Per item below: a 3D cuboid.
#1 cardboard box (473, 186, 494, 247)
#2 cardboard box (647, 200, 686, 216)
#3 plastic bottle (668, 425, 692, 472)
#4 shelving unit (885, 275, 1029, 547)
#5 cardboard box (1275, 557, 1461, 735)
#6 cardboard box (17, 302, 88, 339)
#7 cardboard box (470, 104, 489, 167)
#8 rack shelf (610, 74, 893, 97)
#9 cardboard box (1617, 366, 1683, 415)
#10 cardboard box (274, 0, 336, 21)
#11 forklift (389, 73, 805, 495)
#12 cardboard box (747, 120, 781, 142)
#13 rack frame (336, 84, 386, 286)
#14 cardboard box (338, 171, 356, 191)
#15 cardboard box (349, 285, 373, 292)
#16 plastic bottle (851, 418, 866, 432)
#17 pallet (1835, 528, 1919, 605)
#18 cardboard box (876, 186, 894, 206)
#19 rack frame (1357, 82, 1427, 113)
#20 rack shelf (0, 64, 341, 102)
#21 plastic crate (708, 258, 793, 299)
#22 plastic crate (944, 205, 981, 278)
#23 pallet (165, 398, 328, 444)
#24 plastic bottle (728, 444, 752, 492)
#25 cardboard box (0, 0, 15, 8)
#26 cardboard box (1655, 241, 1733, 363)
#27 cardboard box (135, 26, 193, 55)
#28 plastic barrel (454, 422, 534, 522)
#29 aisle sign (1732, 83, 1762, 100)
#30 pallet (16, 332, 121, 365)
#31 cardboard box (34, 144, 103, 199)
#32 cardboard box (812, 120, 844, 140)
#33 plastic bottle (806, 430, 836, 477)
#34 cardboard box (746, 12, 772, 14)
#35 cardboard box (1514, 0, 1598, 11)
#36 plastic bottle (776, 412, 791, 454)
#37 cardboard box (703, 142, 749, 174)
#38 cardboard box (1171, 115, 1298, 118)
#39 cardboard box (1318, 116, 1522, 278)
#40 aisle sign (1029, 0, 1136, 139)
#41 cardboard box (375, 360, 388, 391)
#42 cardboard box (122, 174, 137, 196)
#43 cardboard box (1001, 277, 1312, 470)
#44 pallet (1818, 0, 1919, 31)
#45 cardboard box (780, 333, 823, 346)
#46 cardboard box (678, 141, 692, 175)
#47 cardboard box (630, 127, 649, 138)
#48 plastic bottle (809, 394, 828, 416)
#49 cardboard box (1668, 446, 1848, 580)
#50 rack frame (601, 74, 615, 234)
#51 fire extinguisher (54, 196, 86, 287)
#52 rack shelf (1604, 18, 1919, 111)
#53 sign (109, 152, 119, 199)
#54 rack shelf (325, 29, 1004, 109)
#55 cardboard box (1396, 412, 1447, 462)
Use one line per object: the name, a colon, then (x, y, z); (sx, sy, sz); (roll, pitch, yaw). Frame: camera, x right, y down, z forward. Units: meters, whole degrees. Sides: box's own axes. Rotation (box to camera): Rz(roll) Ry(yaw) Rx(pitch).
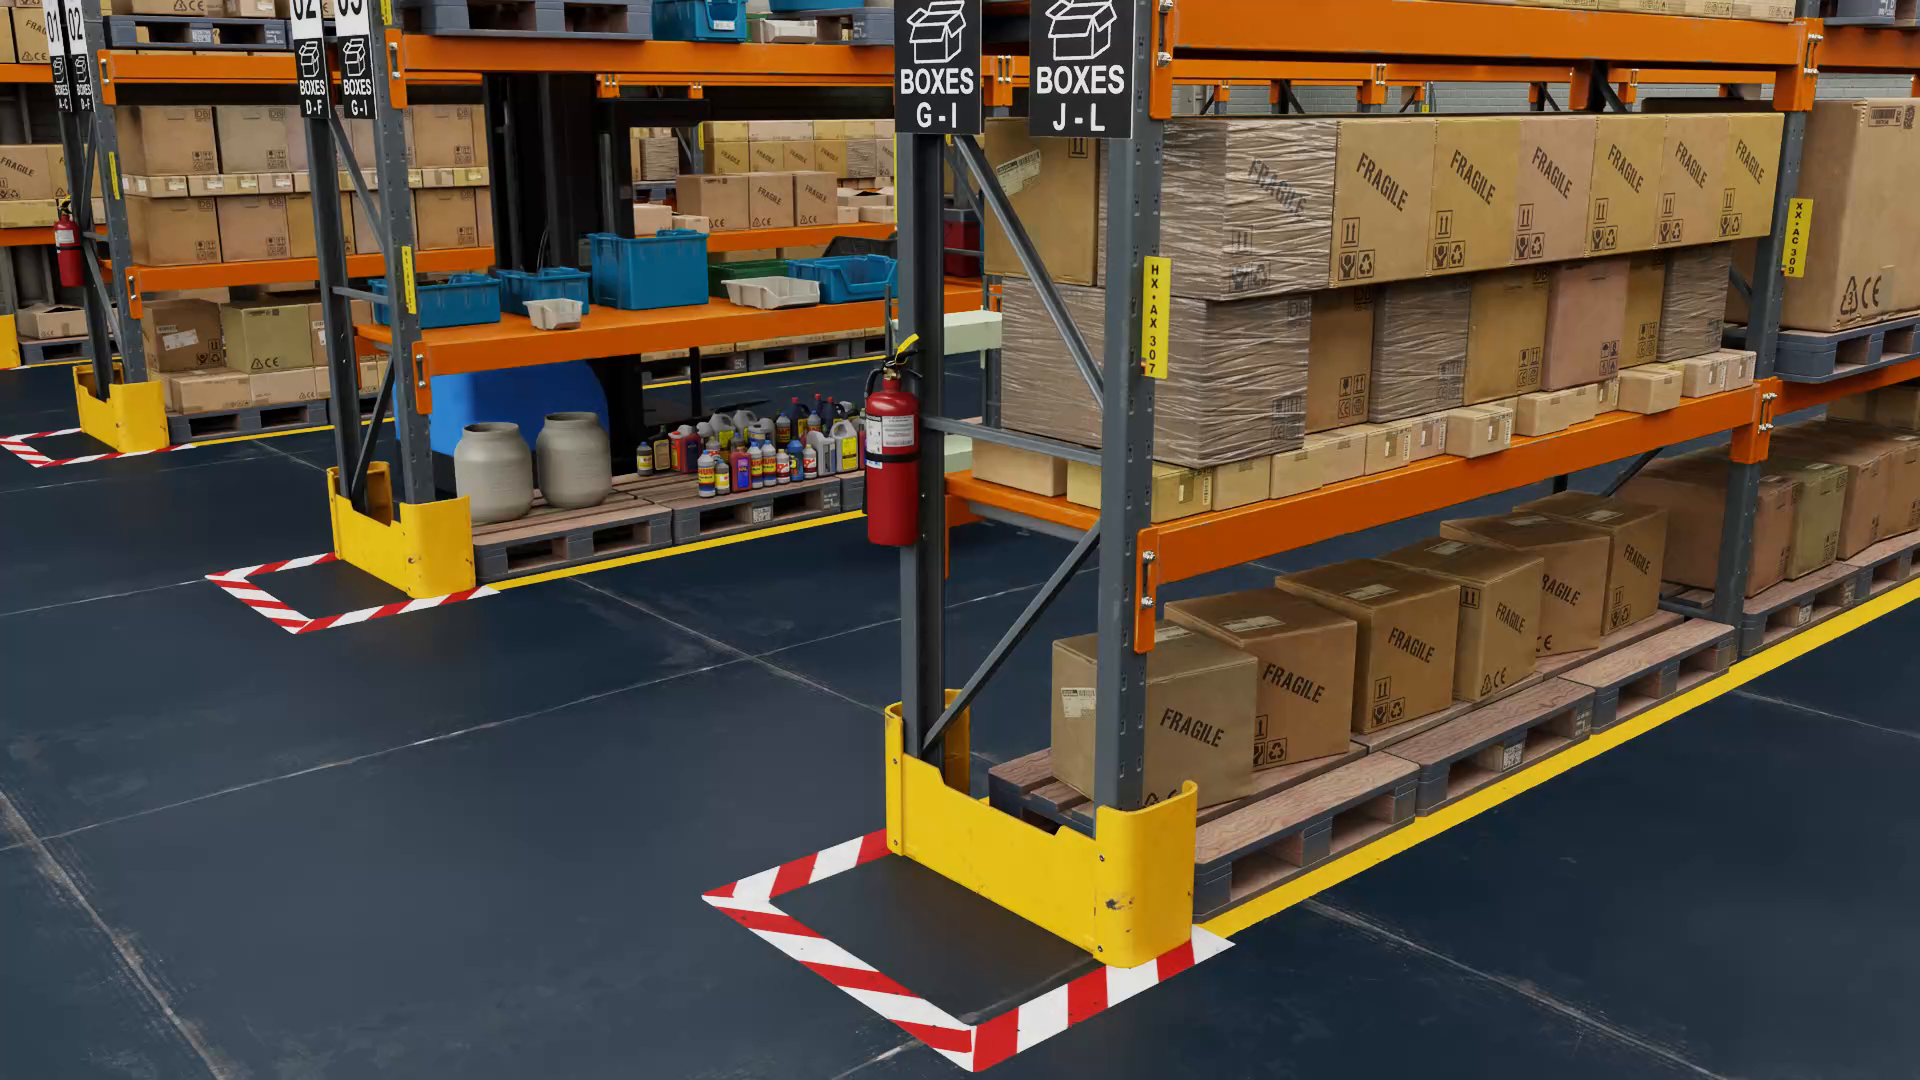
cardboard box: (-4.033, -2.781, 14.157); (0.500, 0.500, 0.700); (-13, 20, -40)
cardboard box: (-2.766, -3.020, 15.504); (0.258, 0.266, 0.396); (-13, 20, -41)
plastic bottle: (-1.771, -0.588, 10.564); (0.135, 0.276, 0.152); (-12, 19, -39)
shelving unit: (-0.005, -0.723, 9.552); (0.755, 1.500, 0.431); (-13, 19, -39)
cardboard box: (1.569, 0.399, 6.475); (0.500, 0.500, 0.500); (-10, 18, -34)
cardboard box: (-8.999, -2.199, 16.529); (0.500, 0.311, 0.500); (13, 20, 41)
cardboard box: (-4.019, -3.413, 14.007); (0.500, 0.500, 0.700); (-13, 20, -39)
rack shelf: (-1.800, -4.341, 15.769); (4.000, 0.370, 1.077); (-13, 19, -39)
cardboard box: (2.684, -0.621, 6.748); (0.250, 0.149, 0.380); (-13, 19, -39)
cardboard box: (-4.894, -4.219, 12.640); (0.500, 0.500, 0.500); (-13, 19, -39)
forklift: (-2.364, -1.975, 11.465); (3.031, 2.935, 1.130); (-14, 20, -42)
cardboard box: (-2.629, -5.223, 21.230); (0.500, 0.250, 0.500); (-13, 20, -40)
rack frame: (-6.563, -3.864, 18.403); (0.127, 3.000, 1.000); (-13, 19, -39)
cardboard box: (-4.918, -2.827, 13.072); (0.250, 0.149, 0.380); (-13, 20, -40)
cardboard box: (-4.994, -1.865, 13.980); (0.500, 0.500, 0.500); (-13, 19, -39)
plastic bottle: (-0.617, -0.659, 10.829); (0.135, 0.276, 0.152); (-13, 19, -39)
pallet: (4.699, 0.036, 9.205); (1.213, 0.211, 1.003); (-13, 19, -39)
cardboard box: (-0.594, -3.482, 17.144); (0.500, 0.311, 0.500); (-11, 19, -36)
rack frame: (5.744, -4.933, 22.405); (0.127, 3.000, 1.000); (-13, 19, -39)
rack shelf: (-8.072, -4.627, 16.840); (4.000, 0.370, 1.077); (-13, 19, -39)
plastic crate: (-1.269, -1.658, 10.554); (0.662, 0.188, 0.450); (-13, 19, -39)
plastic crate: (0.105, -2.108, 11.704); (0.583, 0.464, 0.402); (-13, 19, -39)
pallet: (-5.776, -1.013, 13.133); (1.213, 0.211, 1.003); (-13, 19, -39)
plastic bottle: (-1.322, -0.439, 9.992); (0.133, 0.283, 0.061); (-12, 19, -38)
cardboard box: (-9.130, -5.194, 15.402); (0.500, 0.500, 0.500); (14, 21, 43)
cardboard box: (2.812, -1.099, 7.281); (0.500, 0.500, 0.875); (-13, 19, -39)
cardboard box: (-7.956, -4.969, 16.495); (0.500, 0.500, 0.500); (-11, 19, -36)
plastic barrel: (-2.631, -0.385, 9.385); (0.421, 0.512, 0.421); (0, 15, 0)
aisle sign: (8.852, -5.294, 18.719); (0.004, 0.787, 0.394); (-13, 19, -39)
pallet: (-8.887, -1.983, 16.764); (1.213, 0.211, 1.003); (-13, 19, -39)
cardboard box: (-8.644, -3.590, 16.176); (0.500, 0.500, 0.500); (-13, 19, -39)
cardboard box: (-1.873, -5.397, 21.879); (0.500, 0.250, 0.500); (-13, 20, -40)
plastic bottle: (-0.870, -0.553, 10.432); (0.135, 0.276, 0.152); (-12, 19, -38)
cardboard box: (-1.826, -4.792, 15.541); (0.500, 0.250, 0.500); (14, 20, 42)
cardboard box: (1.858, -1.962, 5.762); (0.500, 0.250, 0.500); (-12, 19, -38)
plastic bottle: (-1.170, -0.709, 11.028); (0.097, 0.271, 0.097); (0, 15, 0)
cardboard box: (-3.011, -4.776, 21.007); (0.500, 0.500, 0.500); (-12, 19, -38)
cardboard box: (0.800, -1.196, 5.706); (0.500, 0.500, 0.500); (-13, 19, -39)
cardboard box: (1.526, -1.177, 5.636); (0.500, 0.500, 0.500); (-13, 19, -39)
aisle sign: (0.324, -1.480, 4.442); (0.004, 0.787, 0.394); (-13, 19, -39)
cardboard box: (-4.643, -1.398, 13.687); (0.500, 0.250, 0.500); (-13, 19, -39)
cardboard box: (-6.163, -2.686, 12.543); (0.250, 0.149, 0.380); (-13, 20, -40)
cardboard box: (0.607, -0.573, 5.313); (0.500, 0.500, 0.875); (-13, 19, -39)
pallet: (3.727, -2.413, 7.523); (1.003, 0.211, 1.213); (-13, 19, -39)
cardboard box: (-1.682, -2.055, 16.146); (0.500, 0.250, 0.500); (-12, 19, -38)
cardboard box: (-3.362, -4.875, 21.378); (0.500, 0.500, 0.500); (-12, 19, -39)
cardboard box: (-4.019, -4.994, 20.331); (0.380, 0.149, 0.250); (12, 19, 38)
plastic bottle: (-0.941, -0.812, 11.258); (0.185, 0.351, 0.144); (-12, 19, -38)
cardboard box: (4.041, -0.153, 8.501); (0.500, 0.500, 0.700); (-13, 20, -40)
rack frame: (-3.308, -2.900, 14.795); (0.127, 3.000, 1.000); (-13, 19, -39)
fire extinguisher: (-6.720, -2.256, 12.532); (0.183, 0.674, 0.296); (-13, 19, -39)
rack shelf: (4.700, -2.411, 8.547); (4.000, 0.370, 1.077); (-13, 19, -39)
sign: (-5.966, -2.570, 11.728); (0.005, 0.325, 0.100); (-13, 19, -39)
rack shelf: (-1.568, -2.698, 9.620); (4.000, 0.370, 1.077); (-13, 19, -39)
cardboard box: (1.484, -0.387, 5.873); (0.250, 0.149, 0.380); (-13, 19, -39)
